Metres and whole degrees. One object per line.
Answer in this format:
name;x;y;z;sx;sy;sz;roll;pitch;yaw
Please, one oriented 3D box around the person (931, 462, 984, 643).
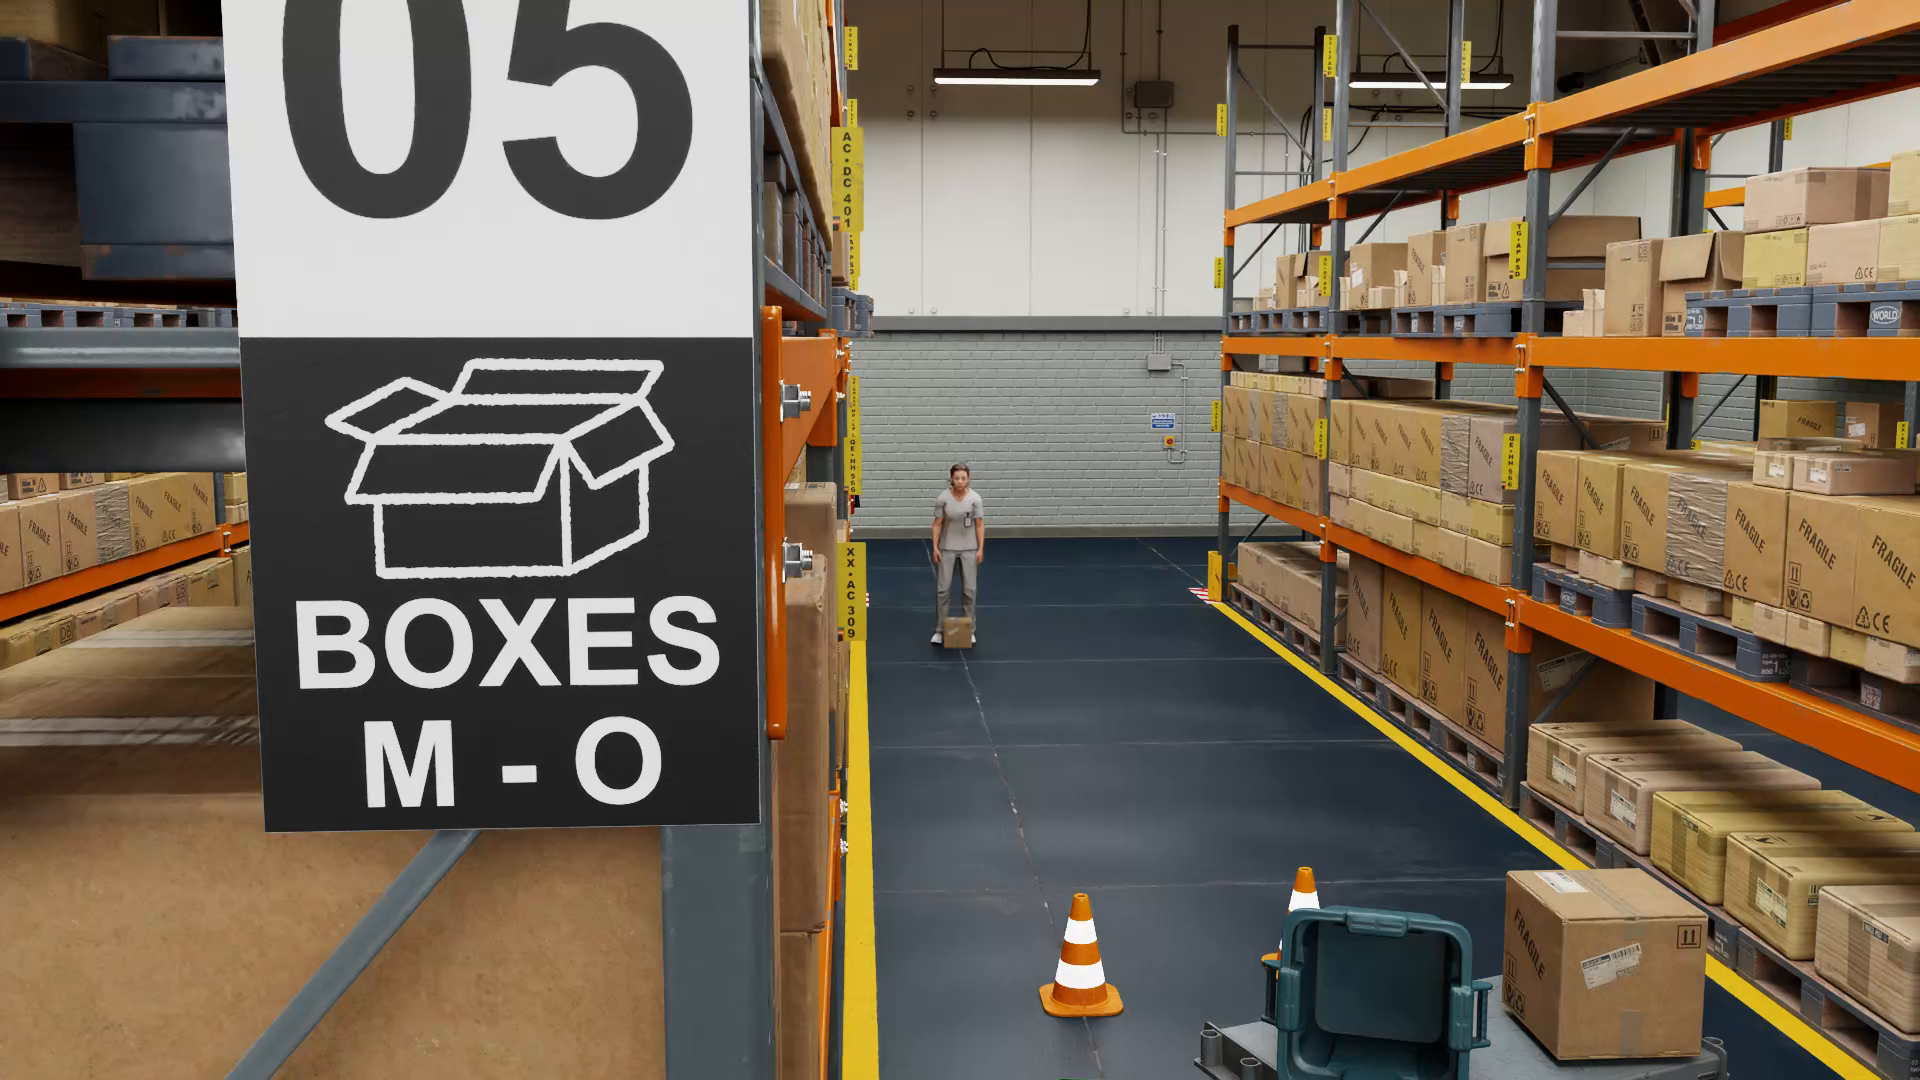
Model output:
person;-0.020;0.112;15.339;0.493;1.672;0.359;0;7;0
